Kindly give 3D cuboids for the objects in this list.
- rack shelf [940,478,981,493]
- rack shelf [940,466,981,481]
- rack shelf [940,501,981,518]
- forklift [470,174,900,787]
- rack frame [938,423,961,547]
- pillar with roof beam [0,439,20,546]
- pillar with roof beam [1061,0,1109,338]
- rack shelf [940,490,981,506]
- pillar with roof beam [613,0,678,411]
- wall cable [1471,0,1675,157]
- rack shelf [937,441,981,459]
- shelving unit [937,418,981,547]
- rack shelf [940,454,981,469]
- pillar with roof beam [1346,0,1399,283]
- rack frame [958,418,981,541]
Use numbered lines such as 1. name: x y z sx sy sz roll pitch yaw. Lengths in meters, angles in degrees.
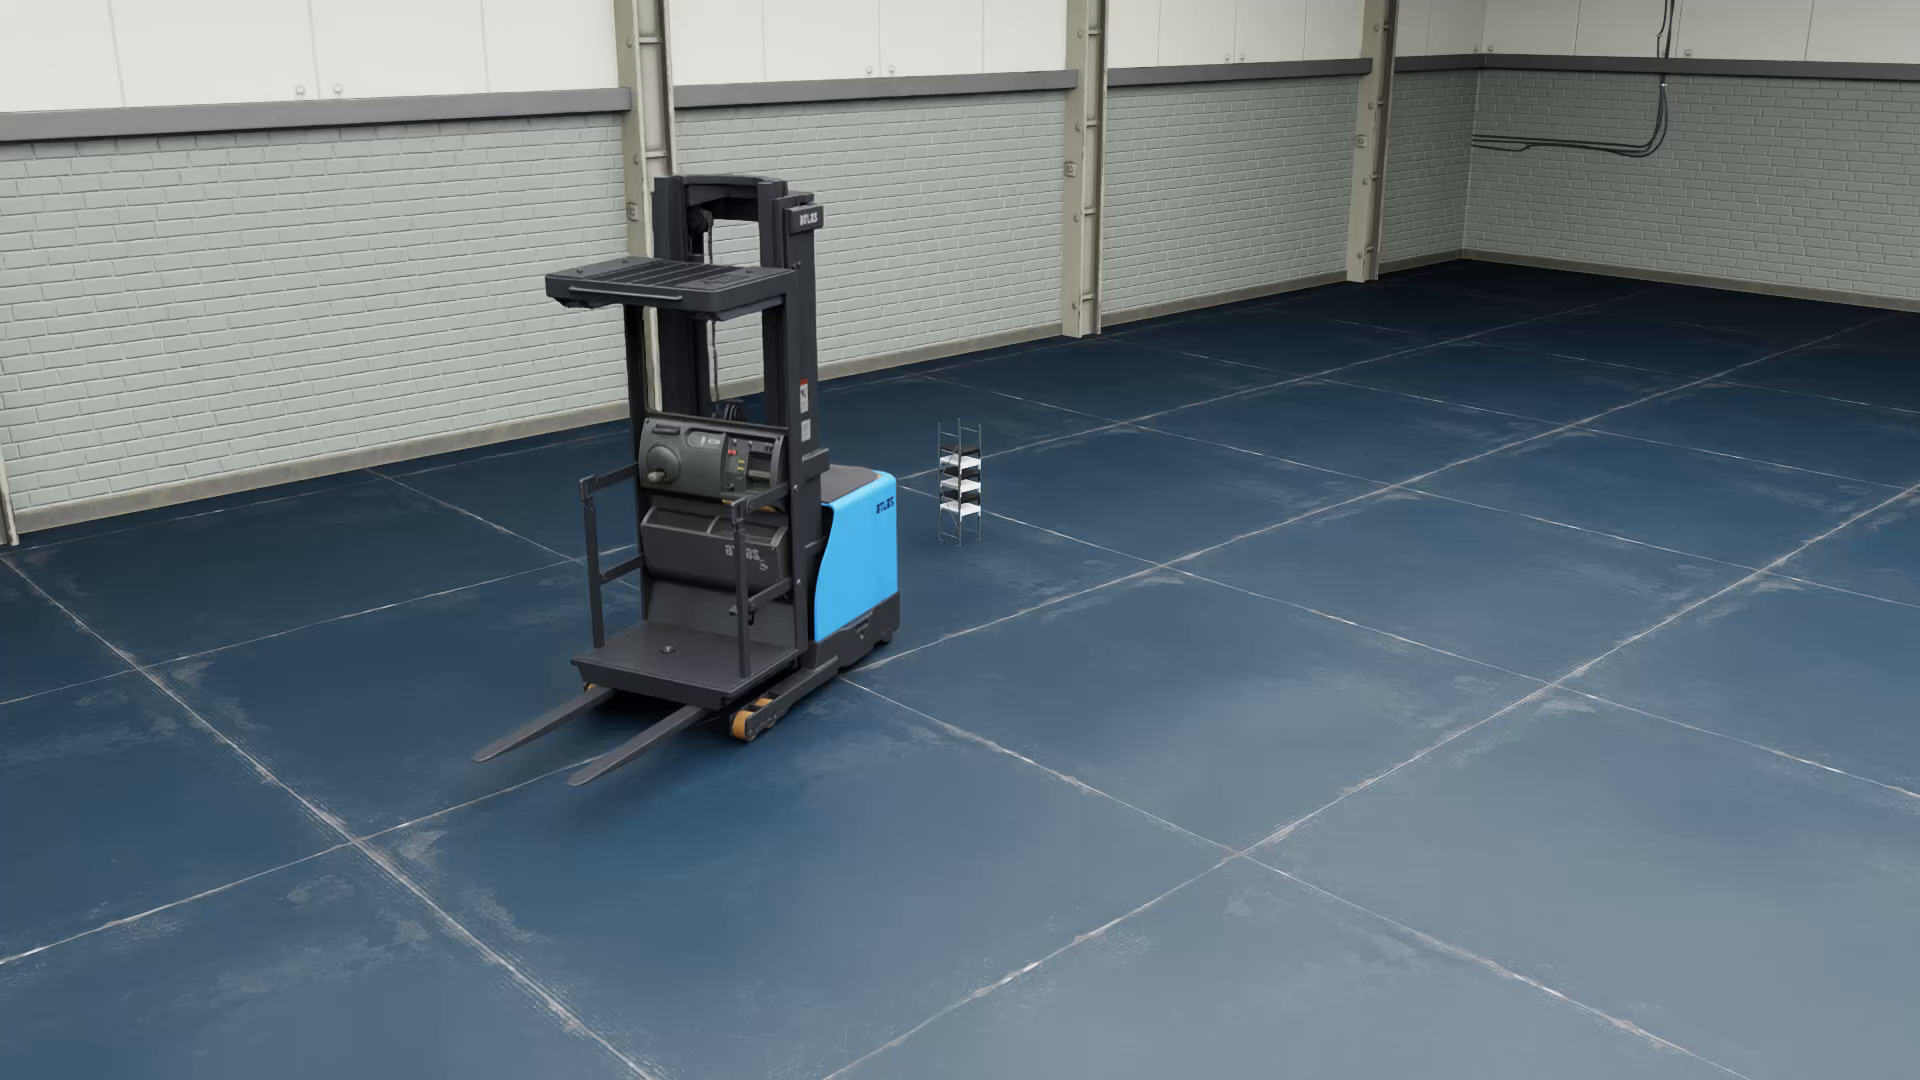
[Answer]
1. rack shelf: -0.006 -0.395 12.351 0.200 0.077 0.258 -16 24 -41
2. rack shelf: -0.006 -0.480 12.323 0.200 0.077 0.258 -16 24 -41
3. rack shelf: -0.006 -0.223 12.406 0.200 0.077 0.258 -16 24 -41
4. forklift: -1.489 -0.450 9.119 1.130 2.935 3.031 9 20 25
5. rack frame: -0.080 -0.405 12.274 0.006 0.900 0.240 -16 24 -41
6. pillar with roof beam: -4.298 -3.278 8.004 0.400 9.000 9.100 -16 24 -41
7. pillar with roof beam: 4.422 -5.821 15.847 0.400 9.000 9.100 -16 24 -41
8. rack shelf: -0.006 -0.309 12.379 0.200 0.077 0.258 -16 24 -41
9. pillar with roof beam: 0.062 -4.549 11.925 0.400 9.000 9.100 -16 24 -41
10. wall cable: 8.873 -6.908 24.234 0.112 2.526 3.097 -16 24 -41
11. rack shelf: -0.006 -0.651 12.268 0.200 0.077 0.258 -16 24 -41
12. shelving unit: -0.006 -0.426 12.341 0.210 0.900 0.258 -16 24 -41
13. rack shelf: -0.006 -0.566 12.295 0.200 0.077 0.258 -16 24 -41
14. pillar with roof beam: 8.781 -7.092 19.768 0.400 9.000 9.100 -16 24 -41
15. rack frame: 0.068 -0.448 12.407 0.006 0.900 0.240 -16 24 -41
